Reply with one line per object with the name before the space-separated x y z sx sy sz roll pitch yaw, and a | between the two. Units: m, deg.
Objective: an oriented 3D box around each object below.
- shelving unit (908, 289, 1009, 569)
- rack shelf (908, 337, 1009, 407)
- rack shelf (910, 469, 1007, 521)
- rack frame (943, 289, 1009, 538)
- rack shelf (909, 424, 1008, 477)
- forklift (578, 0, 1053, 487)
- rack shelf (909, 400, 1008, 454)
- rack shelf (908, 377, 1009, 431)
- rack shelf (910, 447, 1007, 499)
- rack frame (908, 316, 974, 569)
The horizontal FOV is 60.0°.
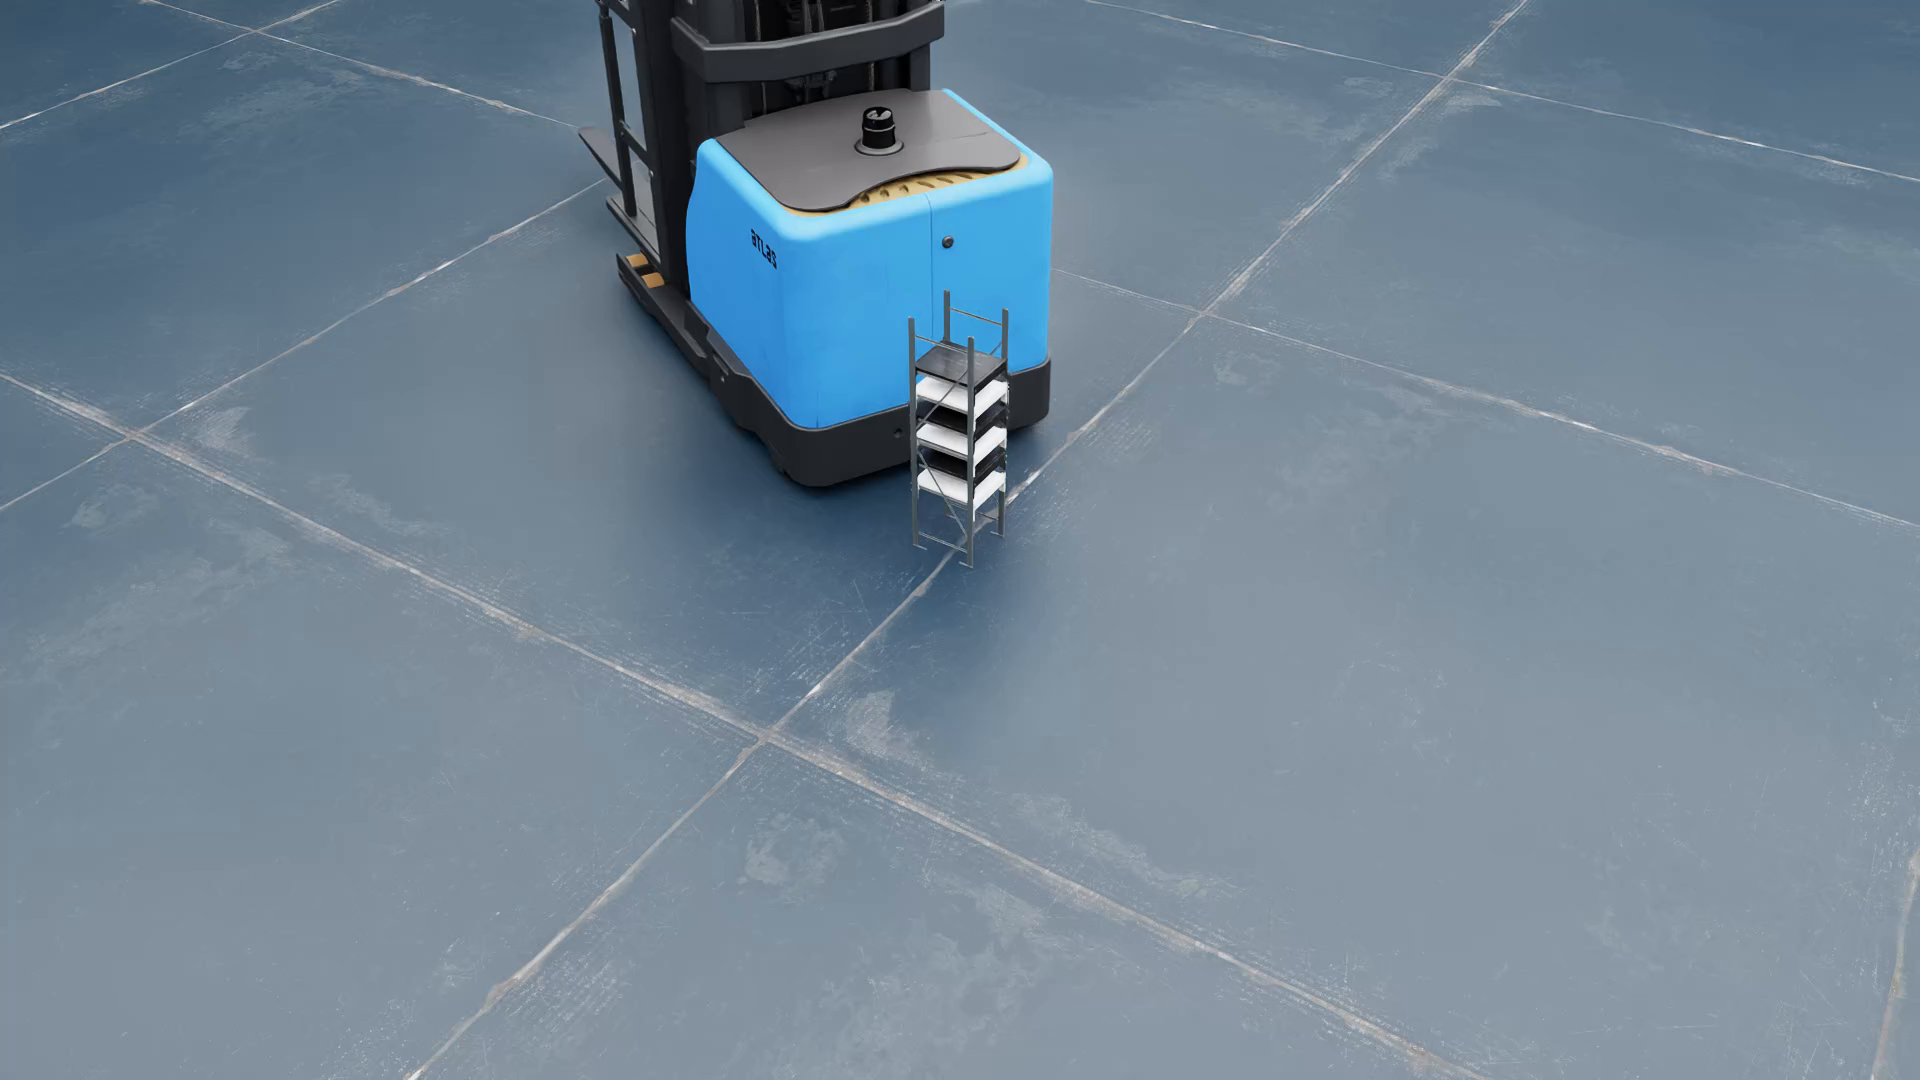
shelving unit | -0.004 -0.352 5.470 0.258 0.900 0.210 21 42 25
rack shelf | -0.004 -0.540 5.325 0.258 0.077 0.200 21 42 25
rack shelf | -0.004 -0.183 5.600 0.258 0.077 0.200 21 42 25
rack frame | 0.050 -0.405 5.538 0.240 0.900 0.006 21 42 25
rack shelf | -0.004 -0.326 5.490 0.258 0.077 0.200 21 42 25
forklift | -0.806 -2.233 6.246 1.130 2.935 3.031 -18 41 -22
rack shelf | -0.004 -0.397 5.435 0.258 0.077 0.200 21 42 25
rack shelf | -0.004 -0.468 5.380 0.258 0.077 0.200 21 42 25
rack shelf | -0.004 -0.255 5.545 0.258 0.077 0.200 21 42 25
rack frame | -0.059 -0.300 5.402 0.240 0.900 0.006 21 42 25
